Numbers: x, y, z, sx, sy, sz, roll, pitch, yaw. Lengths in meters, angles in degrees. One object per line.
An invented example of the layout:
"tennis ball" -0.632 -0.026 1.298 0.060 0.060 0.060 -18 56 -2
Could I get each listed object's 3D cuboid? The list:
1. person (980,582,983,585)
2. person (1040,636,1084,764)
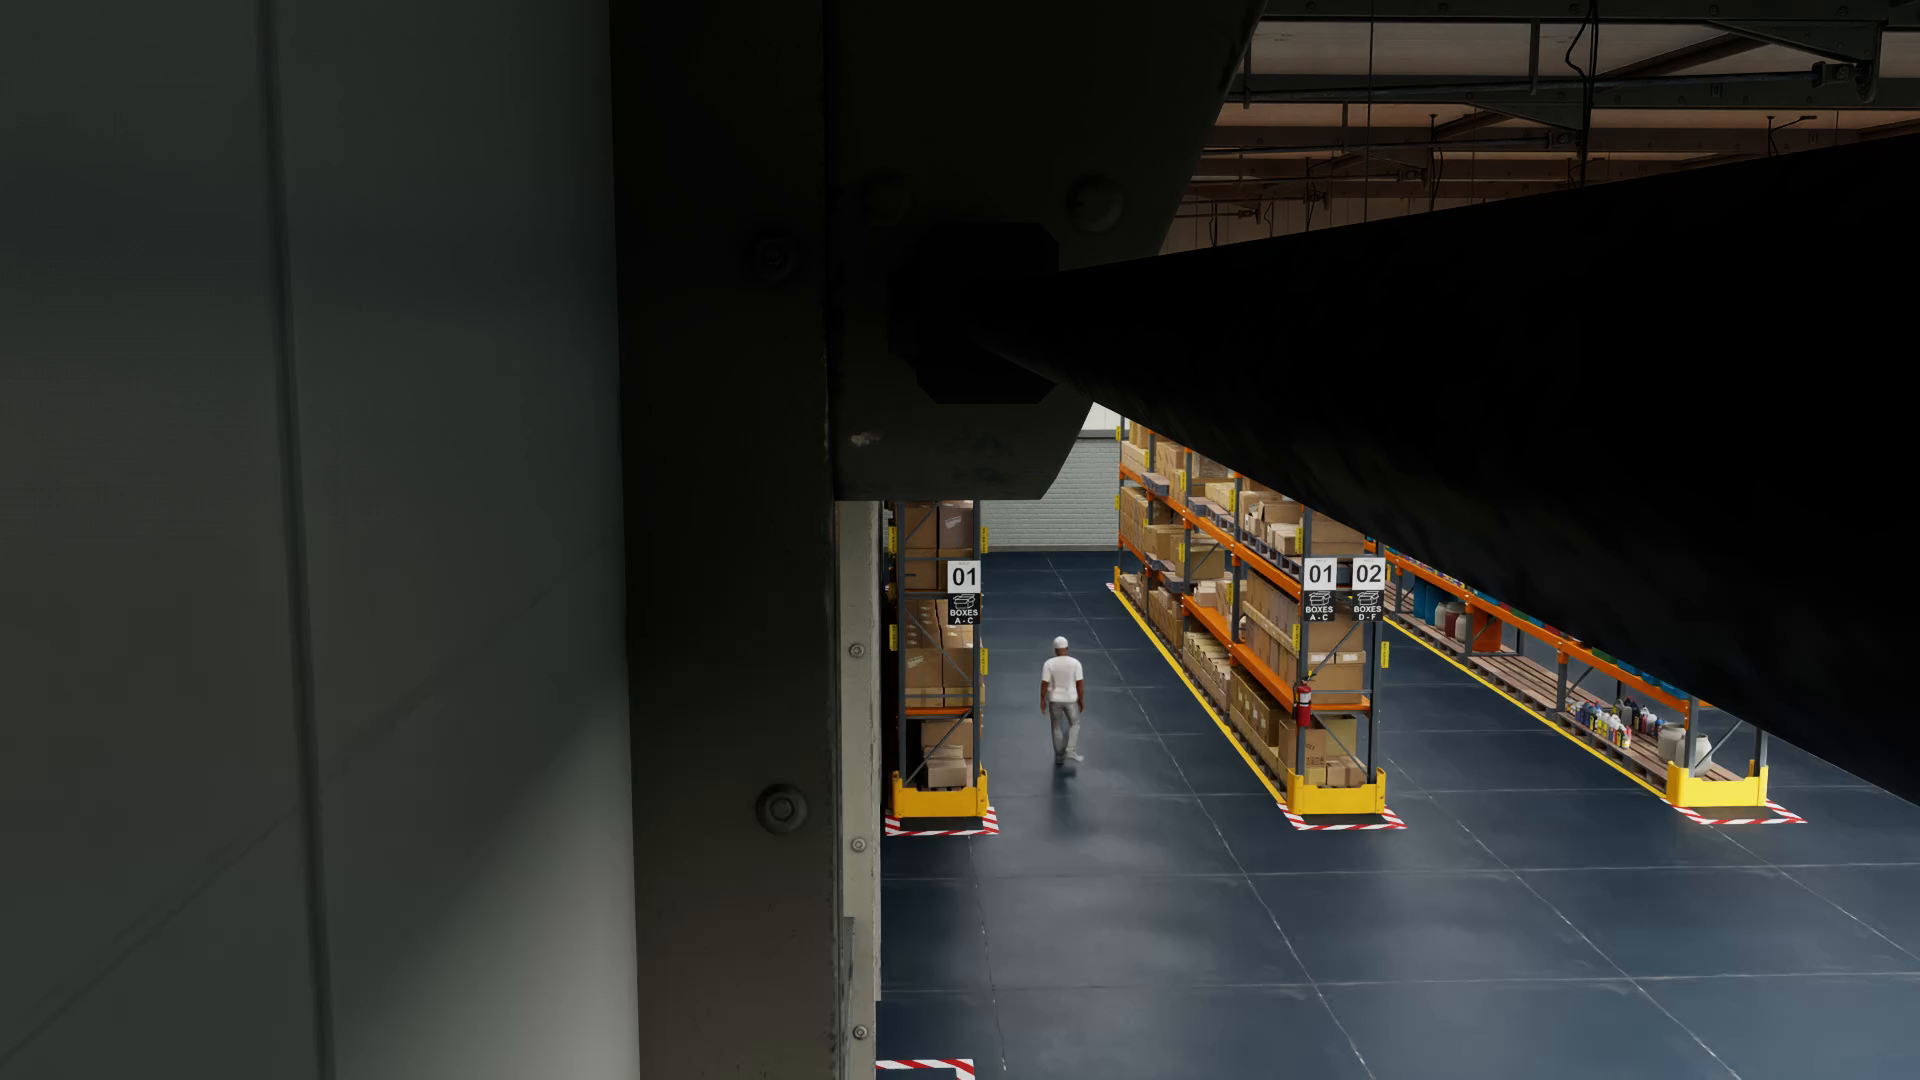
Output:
"person" 0.210 0.123 37.101 0.922 1.756 0.551 7 11 42
"person" 1.398 2.204 22.761 0.595 1.762 0.531 0 8 0
